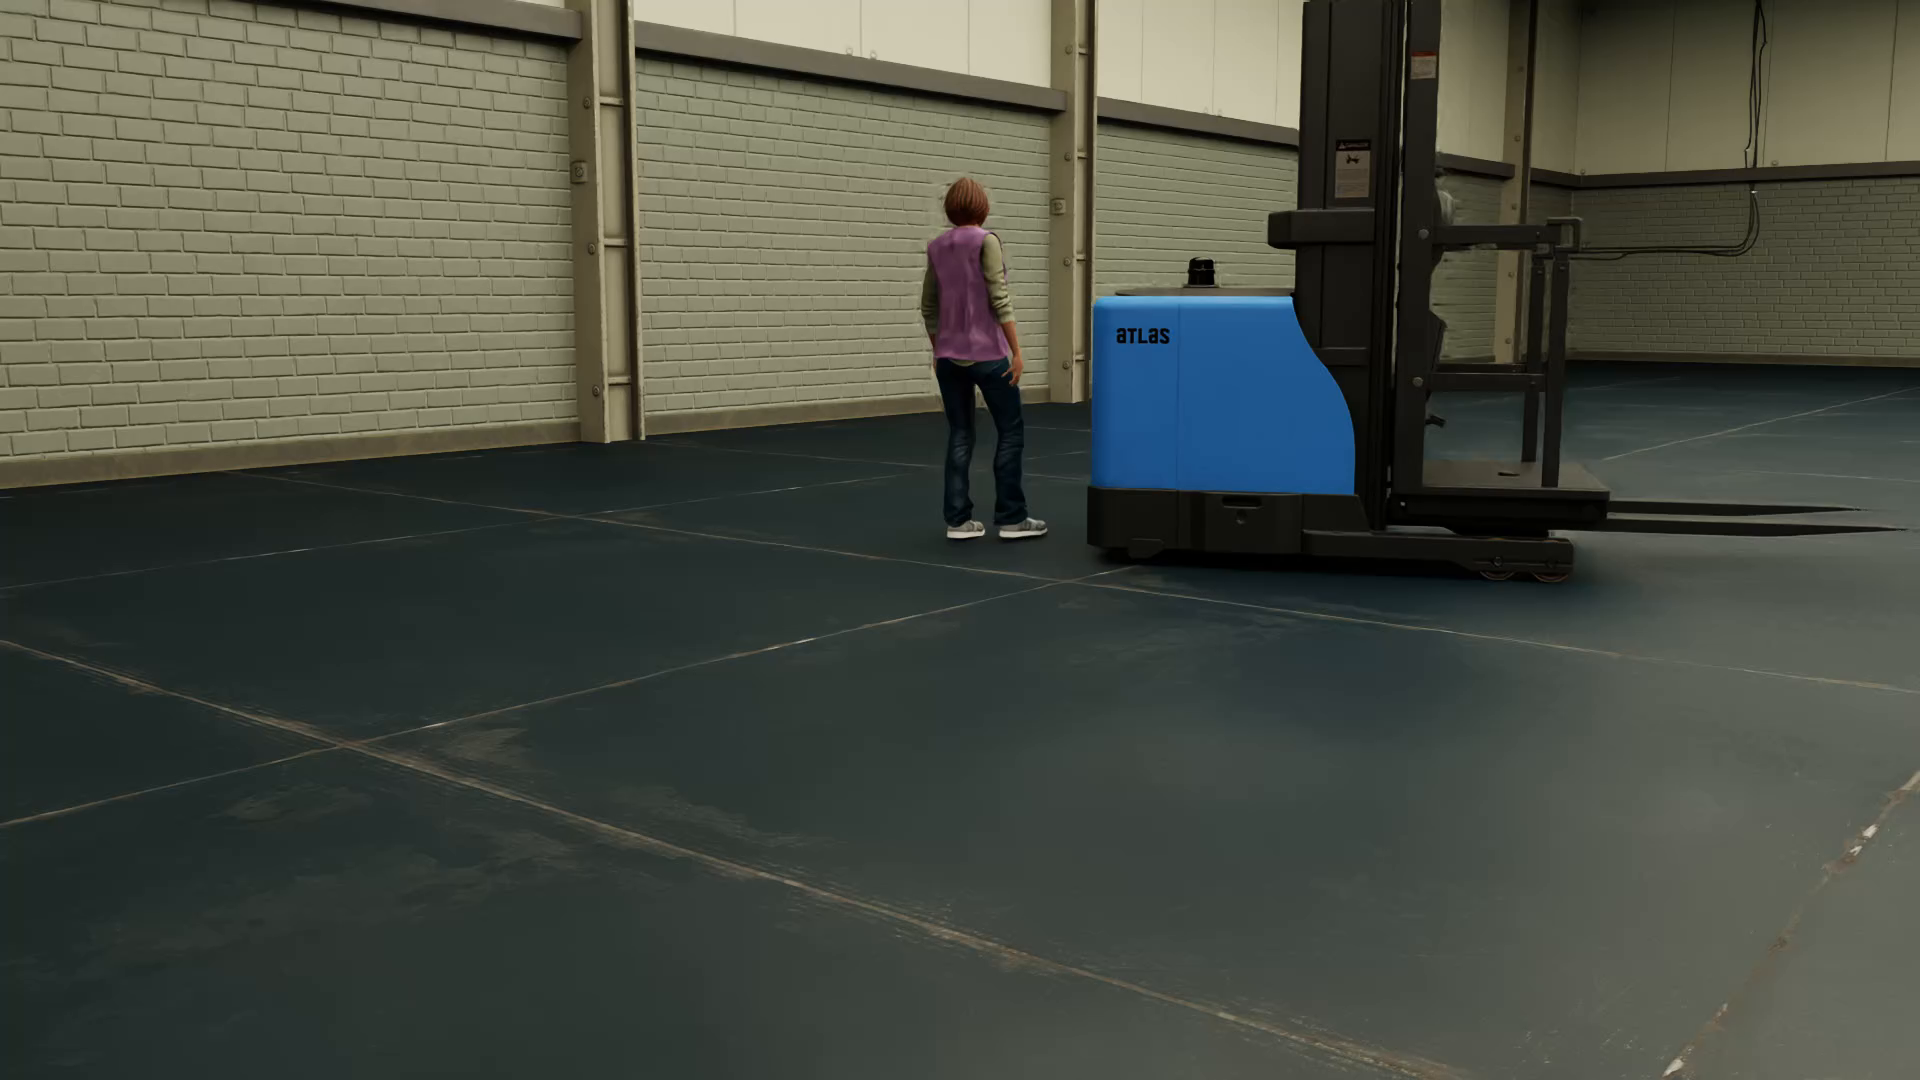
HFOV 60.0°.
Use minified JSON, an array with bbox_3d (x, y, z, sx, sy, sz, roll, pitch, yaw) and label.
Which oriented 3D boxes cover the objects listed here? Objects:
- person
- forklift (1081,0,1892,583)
[{"bbox_3d":[0.108,-0.800,7.416,0.553,1.584,0.519,6,10,34],"label":"person"},{"bbox_3d":[2.070,-1.374,6.670,3.031,2.935,1.130,2,9,14],"label":"forklift"}]
